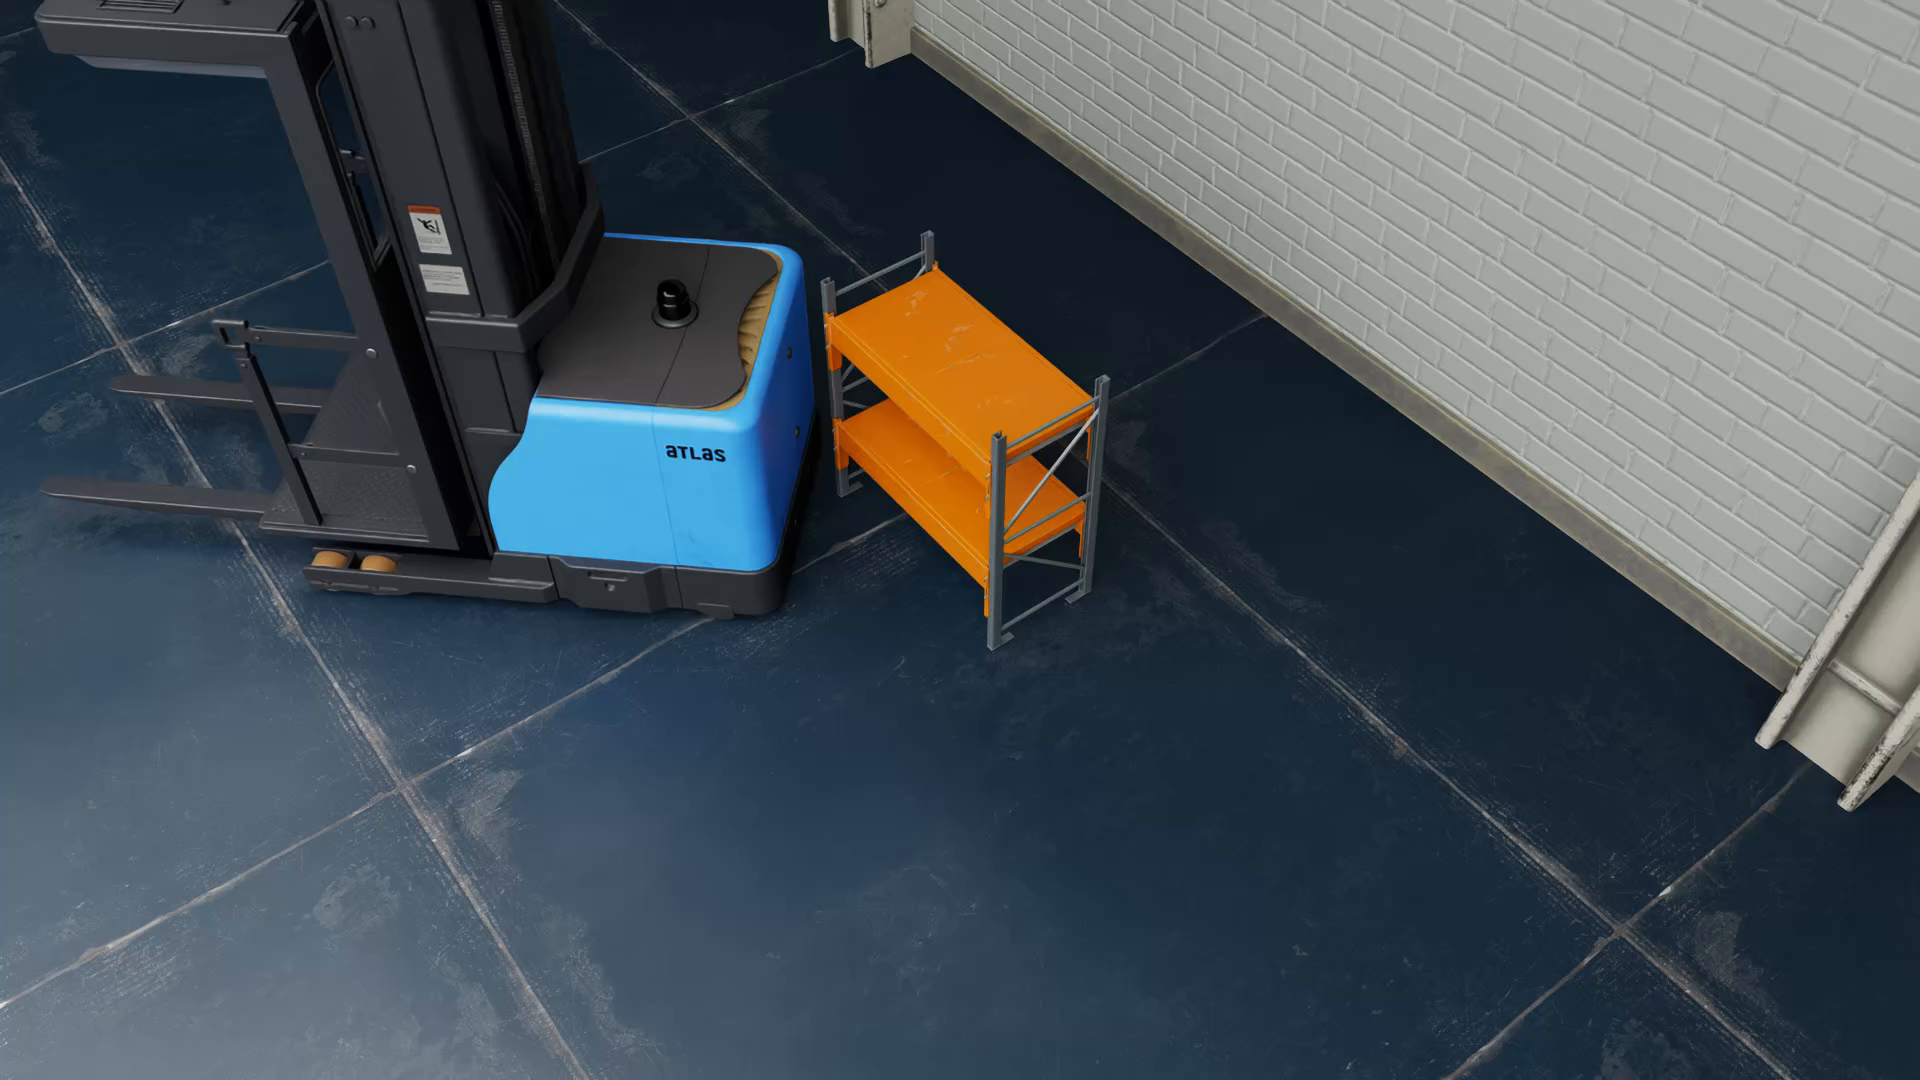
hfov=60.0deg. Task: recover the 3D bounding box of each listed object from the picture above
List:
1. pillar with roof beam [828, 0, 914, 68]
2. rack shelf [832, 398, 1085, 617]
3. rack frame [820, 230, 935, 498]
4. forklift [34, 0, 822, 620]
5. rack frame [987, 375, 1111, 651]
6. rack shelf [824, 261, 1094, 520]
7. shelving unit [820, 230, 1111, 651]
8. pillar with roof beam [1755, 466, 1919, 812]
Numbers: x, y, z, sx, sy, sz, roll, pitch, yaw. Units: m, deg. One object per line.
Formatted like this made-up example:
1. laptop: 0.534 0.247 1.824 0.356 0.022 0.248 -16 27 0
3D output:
1. pillar with roof beam: -3.912 -3.851 4.166 9.100 9.000 0.400 -29 54 -24
2. rack shelf: 0.004 -0.210 6.510 0.538 0.278 1.000 -29 54 -24
3. rack frame: -0.304 -0.674 6.600 0.500 1.125 0.032 -29 54 -24
4. forklift: -2.135 -1.151 5.814 3.031 2.935 1.130 5 48 4
5. rack frame: 0.312 -0.074 6.057 0.500 1.125 0.032 -29 54 -24
6. rack shelf: 0.004 -0.570 6.112 0.538 0.278 1.000 -29 54 -24
7. shelving unit: 0.004 -0.374 6.328 0.538 1.125 1.048 -29 54 -24
8. pillar with roof beam: -0.279 -0.313 0.958 9.100 9.000 0.400 -29 54 -24
